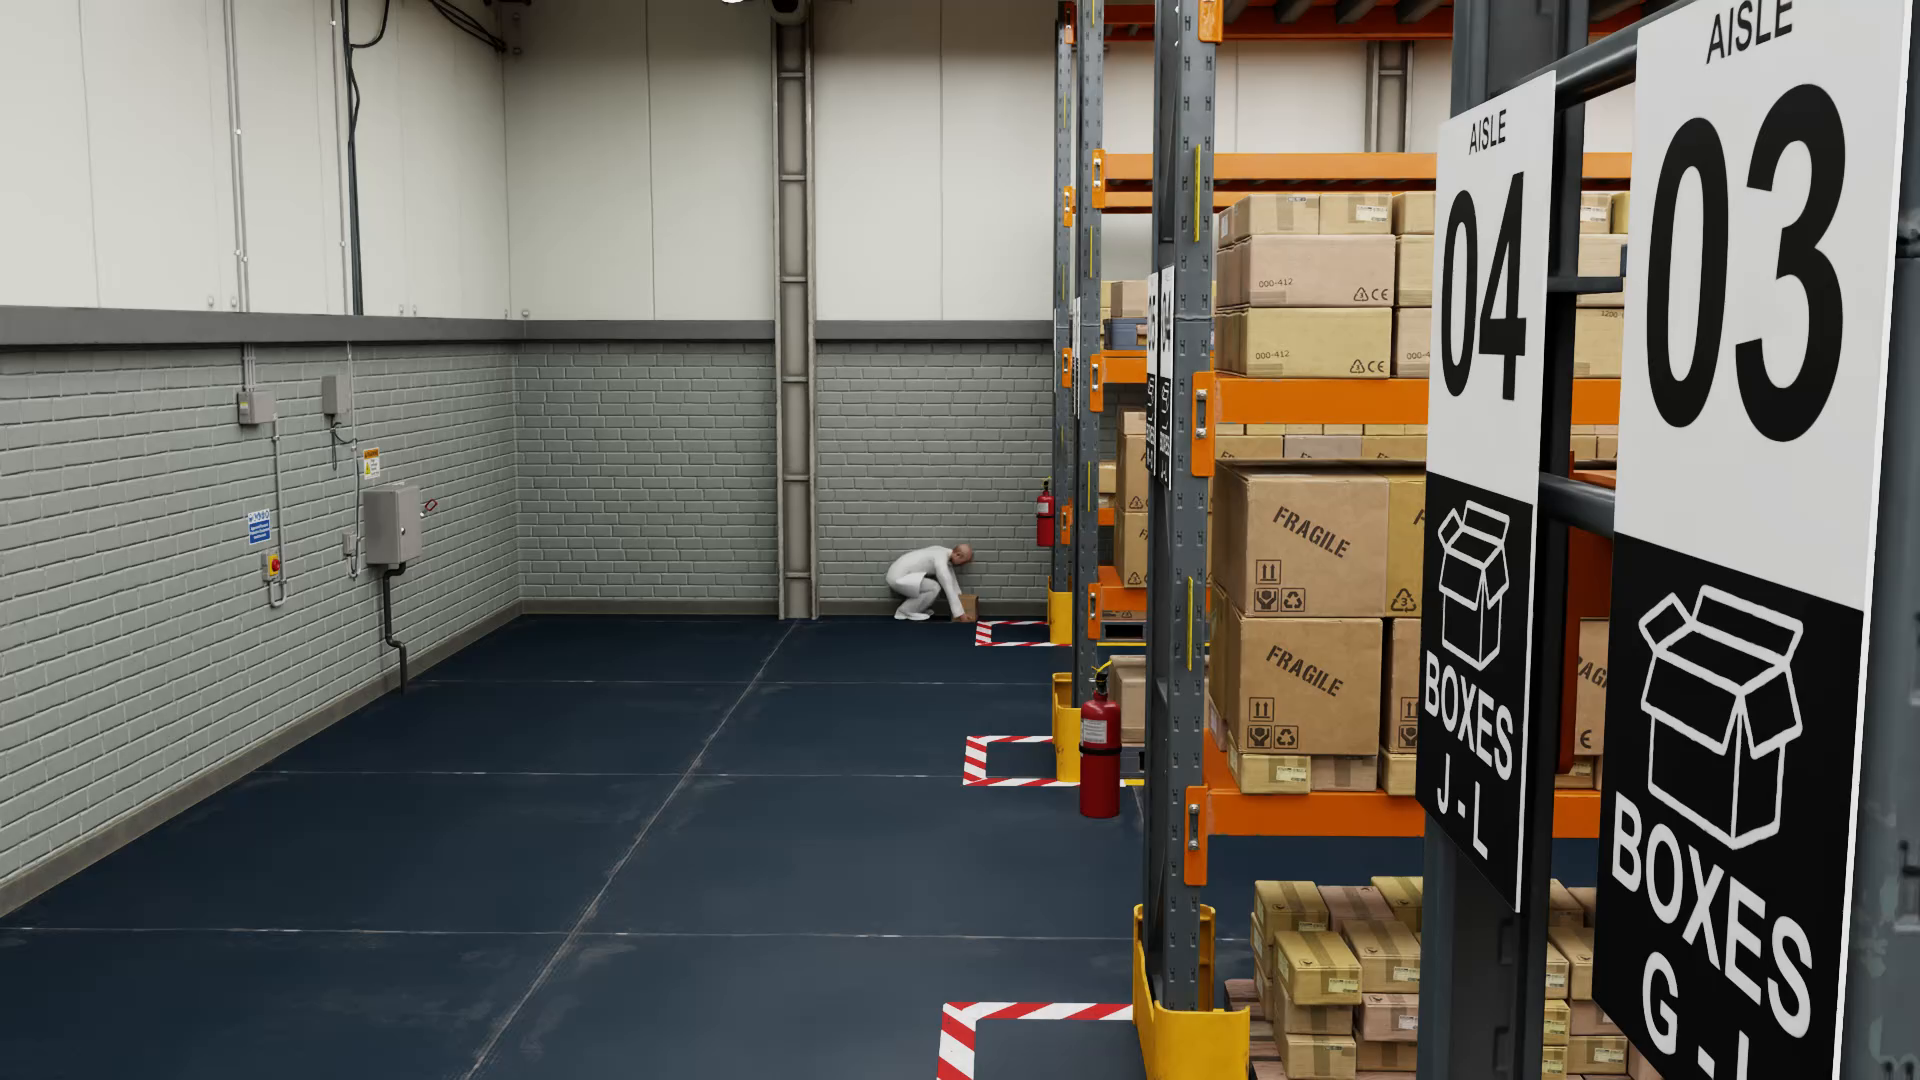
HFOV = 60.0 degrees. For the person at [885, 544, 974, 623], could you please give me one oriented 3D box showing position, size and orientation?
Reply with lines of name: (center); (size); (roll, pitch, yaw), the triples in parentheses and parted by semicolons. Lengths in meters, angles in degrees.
person: (-0.301, 0.472, 17.370); (0.950, 0.872, 0.580); (1, 7, 7)
